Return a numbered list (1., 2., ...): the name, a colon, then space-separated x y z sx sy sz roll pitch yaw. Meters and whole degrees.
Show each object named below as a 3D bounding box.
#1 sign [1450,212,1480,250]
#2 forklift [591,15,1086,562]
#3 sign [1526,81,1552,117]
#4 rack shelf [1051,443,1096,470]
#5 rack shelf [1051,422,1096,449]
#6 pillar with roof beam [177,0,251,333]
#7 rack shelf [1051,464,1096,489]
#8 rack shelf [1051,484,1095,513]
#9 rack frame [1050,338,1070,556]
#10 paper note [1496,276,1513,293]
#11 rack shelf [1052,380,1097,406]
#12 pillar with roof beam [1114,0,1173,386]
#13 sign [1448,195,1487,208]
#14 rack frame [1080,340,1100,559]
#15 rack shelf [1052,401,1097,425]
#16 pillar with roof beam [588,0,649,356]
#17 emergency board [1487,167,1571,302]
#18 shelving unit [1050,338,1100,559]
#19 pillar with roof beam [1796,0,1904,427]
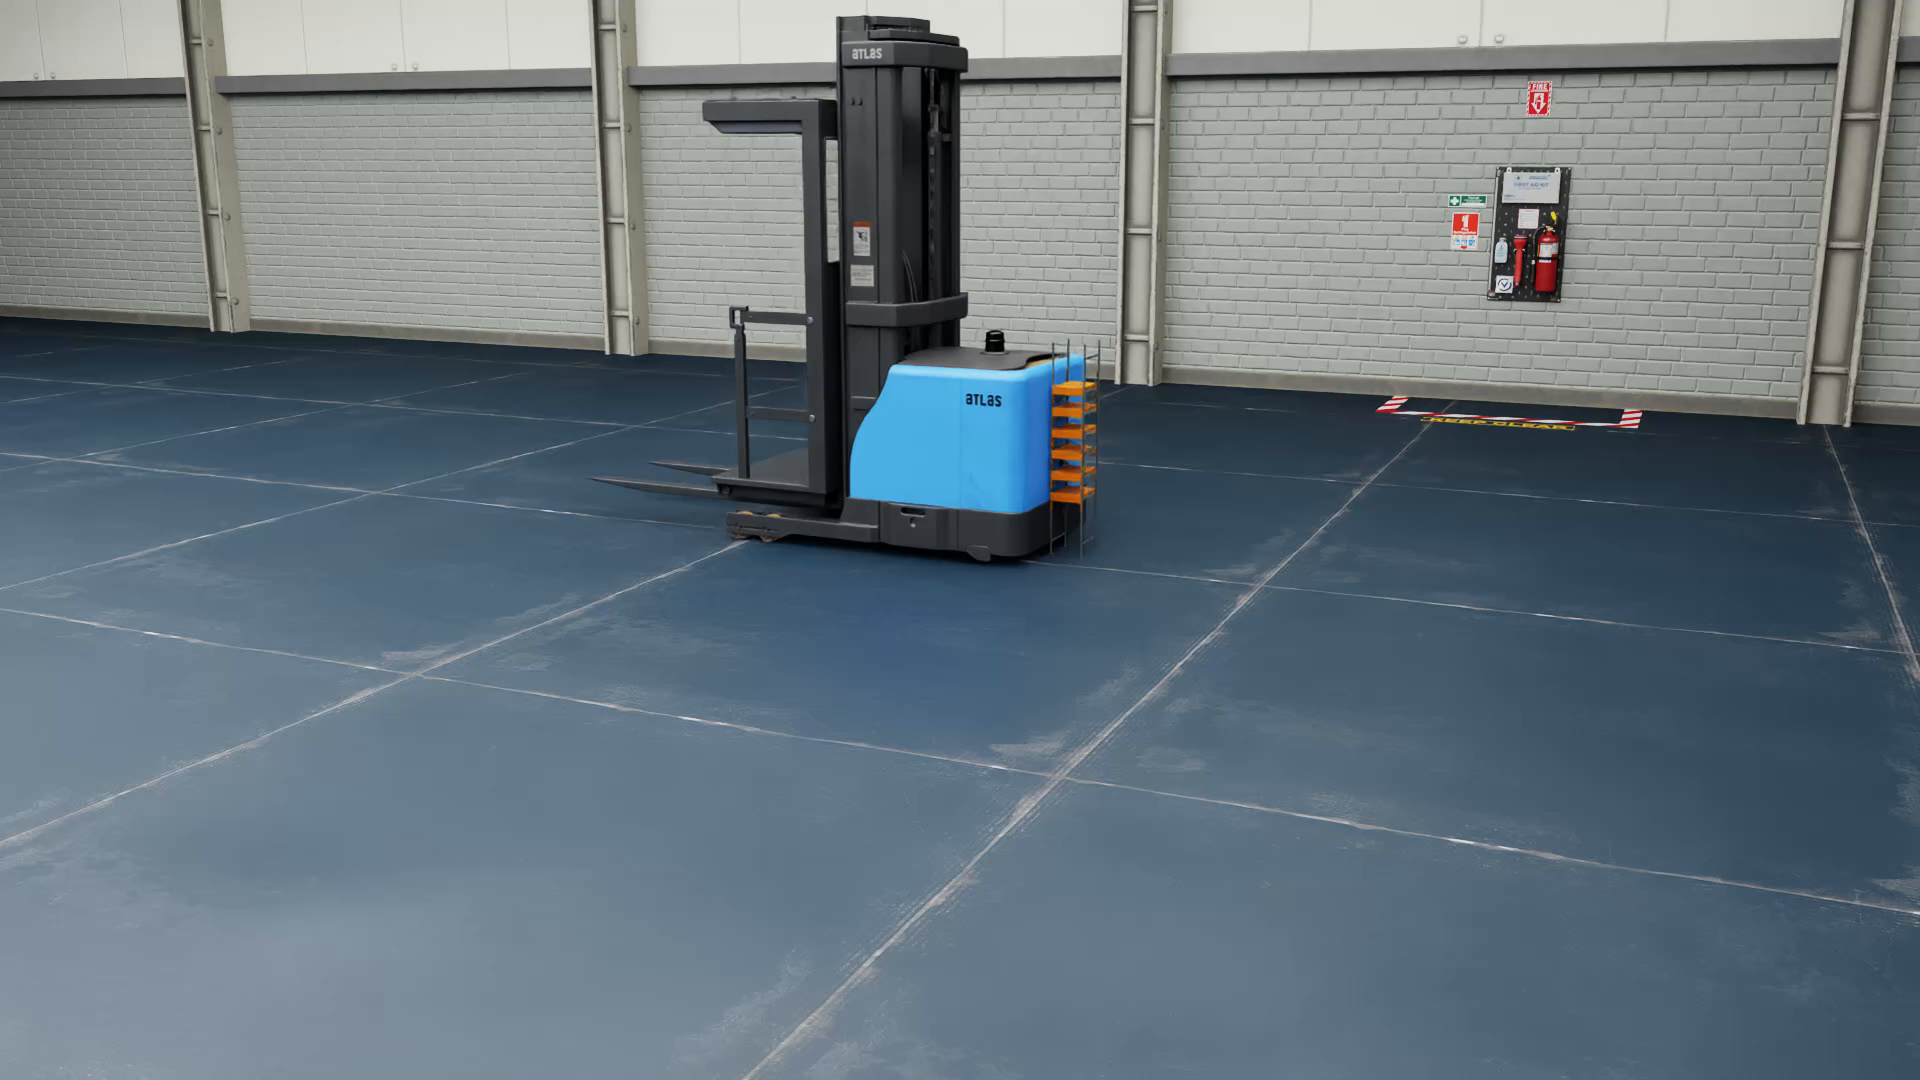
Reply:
1. sign: 4.531 -2.771 14.919 0.234 0.329 0.001 6 14 23
2. forklift: -0.810 -1.515 9.797 3.031 2.935 1.130 6 15 25
3. sign: 5.027 -3.831 14.440 0.199 0.298 0.001 6 14 23
4. rack shelf: 0.643 -0.469 9.323 0.180 0.103 0.258 6 15 25
5. rack shelf: 0.643 -0.586 9.295 0.180 0.103 0.258 6 15 25
6. pillar with roof beam: -10.963 -6.131 16.185 0.400 9.000 9.100 6 14 23
7. rack shelf: 0.643 -0.352 9.350 0.180 0.103 0.258 6 15 25
8. rack shelf: 0.643 -0.236 9.378 0.180 0.103 0.258 6 15 25
9. rack frame: 0.560 -0.522 9.351 0.006 1.200 0.240 6 15 25
10. paper note: 4.861 -2.283 14.845 0.142 0.148 0.016 6 14 23
11. rack shelf: 0.643 -0.820 9.240 0.180 0.103 0.258 6 15 25
12. pillar with roof beam: 0.009 -5.021 11.453 0.400 9.000 9.100 6 14 23
13. sign: 4.531 -3.026 14.848 0.331 0.109 0.001 6 14 23
14. rack frame: 0.726 -0.504 9.274 0.006 1.200 0.240 6 15 25
15. rack shelf: 0.643 -0.703 9.268 0.180 0.103 0.258 6 15 25
16. pillar with roof beam: -5.477 -5.576 13.819 0.400 9.000 9.100 6 14 23
17. emergency board: 4.994 -2.681 14.613 0.643 1.169 0.194 6 14 23
18. shelving unit: 0.643 -0.513 9.313 0.189 1.200 0.258 6 15 25
19. pillar with roof beam: 5.495 -4.466 9.087 0.400 9.000 9.100 6 14 23
